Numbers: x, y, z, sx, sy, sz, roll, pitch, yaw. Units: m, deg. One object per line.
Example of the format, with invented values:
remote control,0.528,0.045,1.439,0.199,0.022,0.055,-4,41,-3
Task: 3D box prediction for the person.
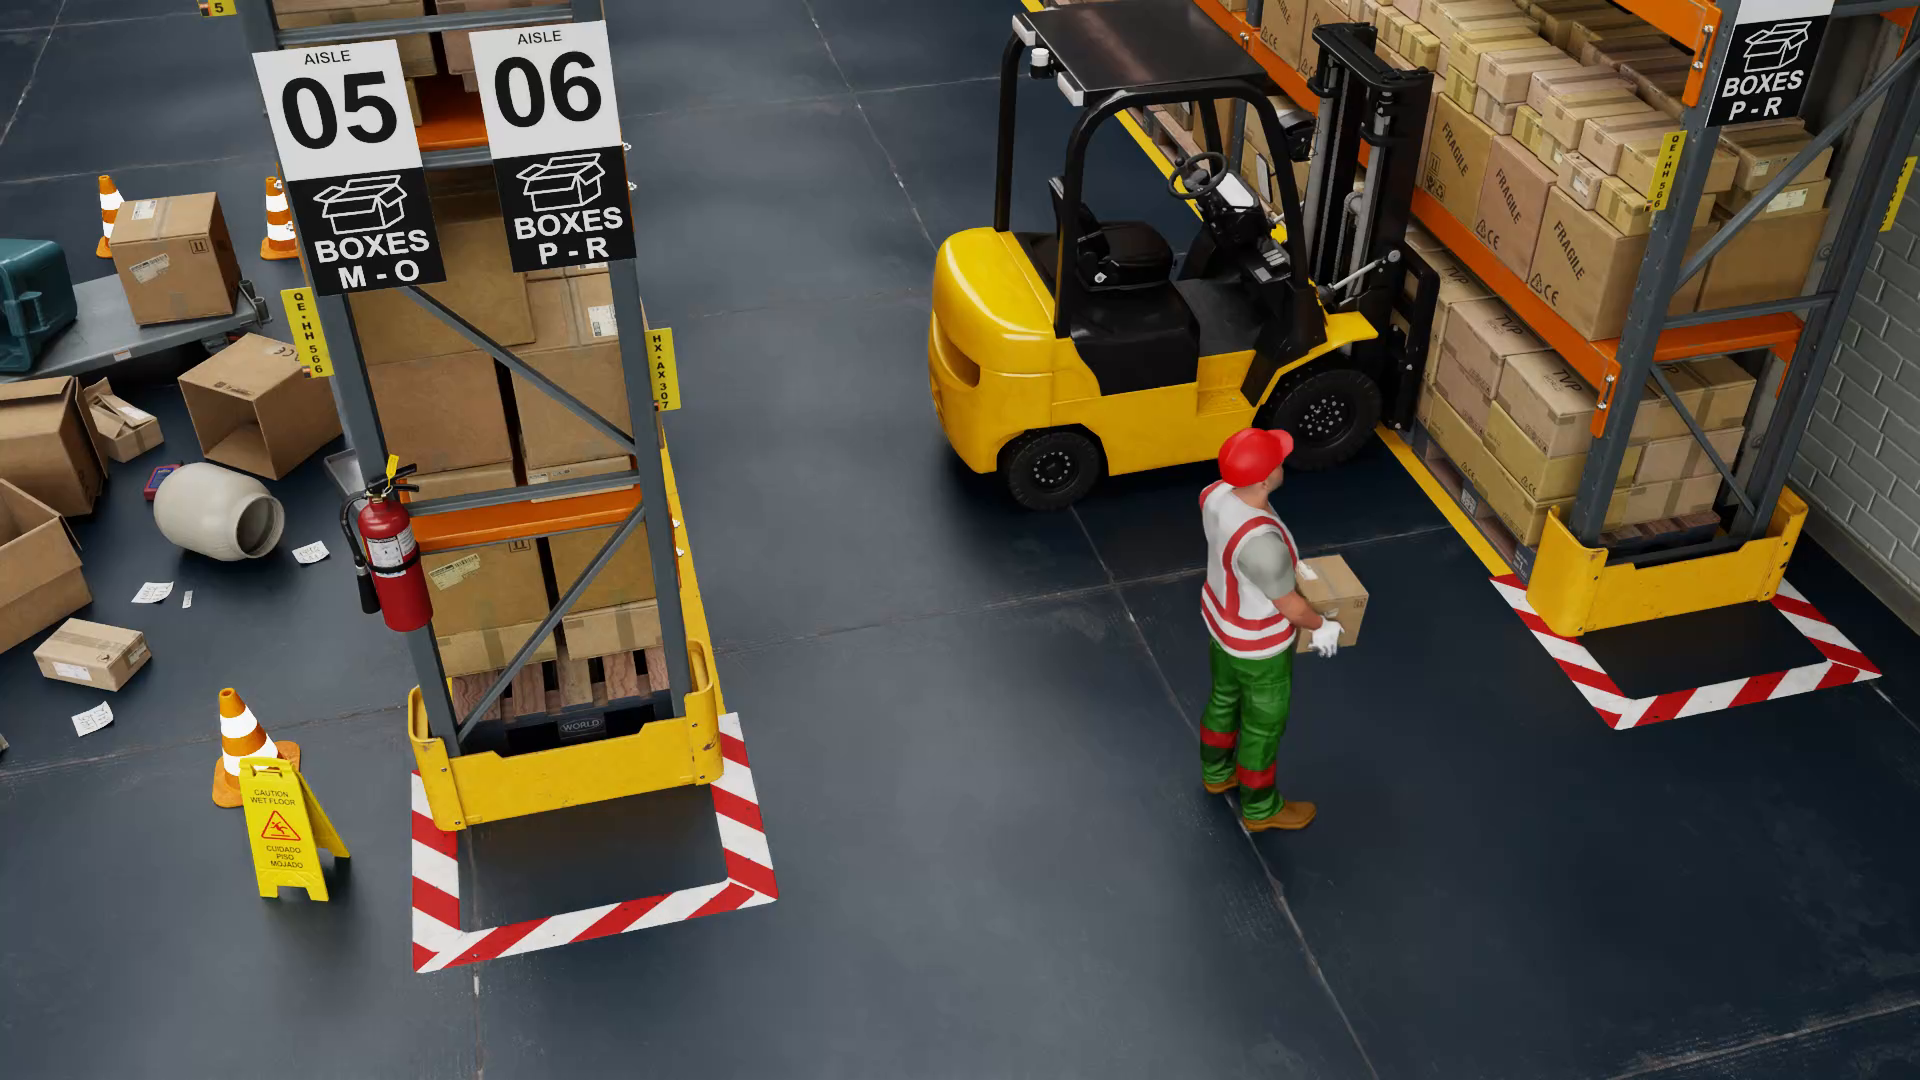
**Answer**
person,1.153,0.322,6.277,0.526,1.793,0.533,-9,39,-12
